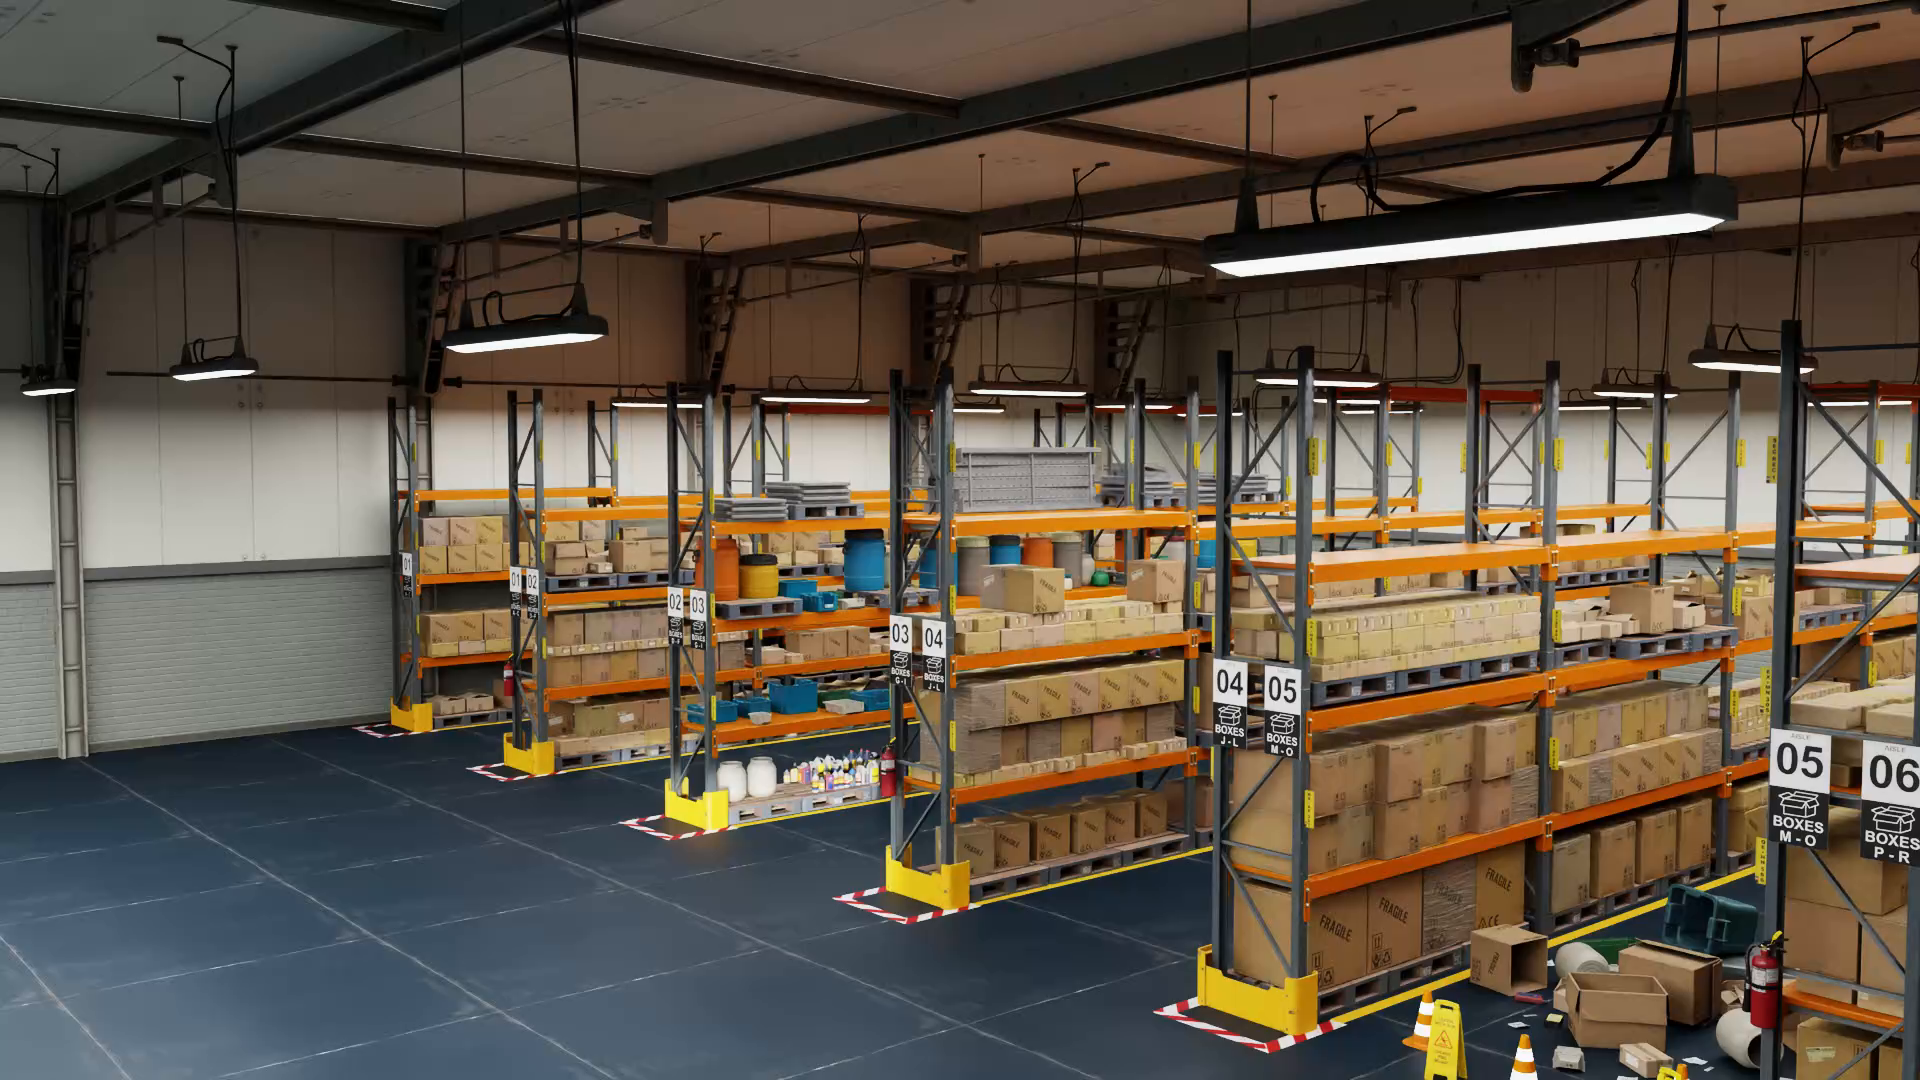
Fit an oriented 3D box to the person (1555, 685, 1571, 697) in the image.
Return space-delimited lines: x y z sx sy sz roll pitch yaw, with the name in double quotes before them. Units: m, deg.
"person" 8.931 2.895 24.601 0.801 1.713 0.561 -3 4 -41
